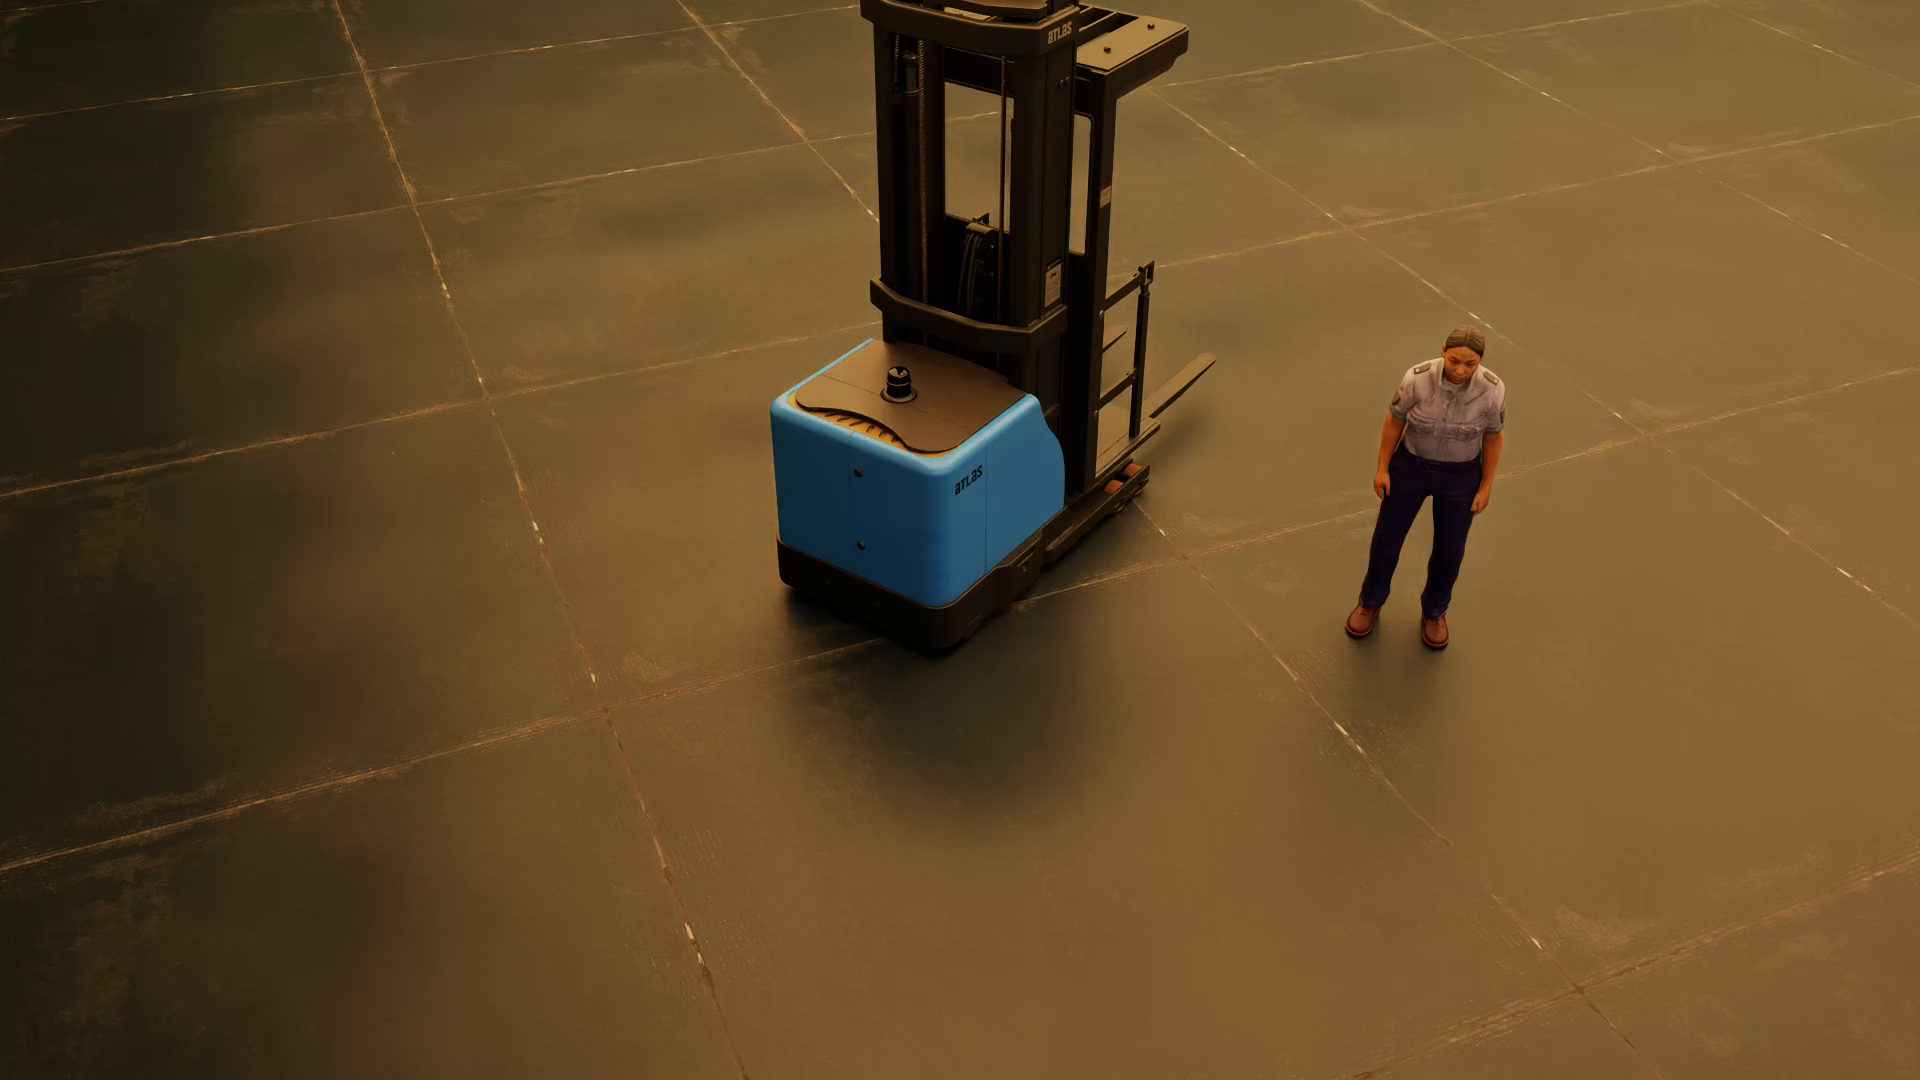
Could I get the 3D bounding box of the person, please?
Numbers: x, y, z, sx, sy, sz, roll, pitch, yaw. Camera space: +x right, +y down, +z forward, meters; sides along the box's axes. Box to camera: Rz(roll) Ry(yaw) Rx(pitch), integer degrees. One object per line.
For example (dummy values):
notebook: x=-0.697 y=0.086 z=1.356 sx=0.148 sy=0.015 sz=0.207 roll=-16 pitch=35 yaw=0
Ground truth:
person: x=2.153 y=-0.270 z=7.584 sx=0.540 sy=1.652 sz=0.380 roll=10 pitch=37 yaw=14

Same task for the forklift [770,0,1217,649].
forklift: x=0.364 y=-1.492 z=8.197 sx=1.130 sy=2.935 sz=3.031 roll=22 pitch=41 yaw=28
